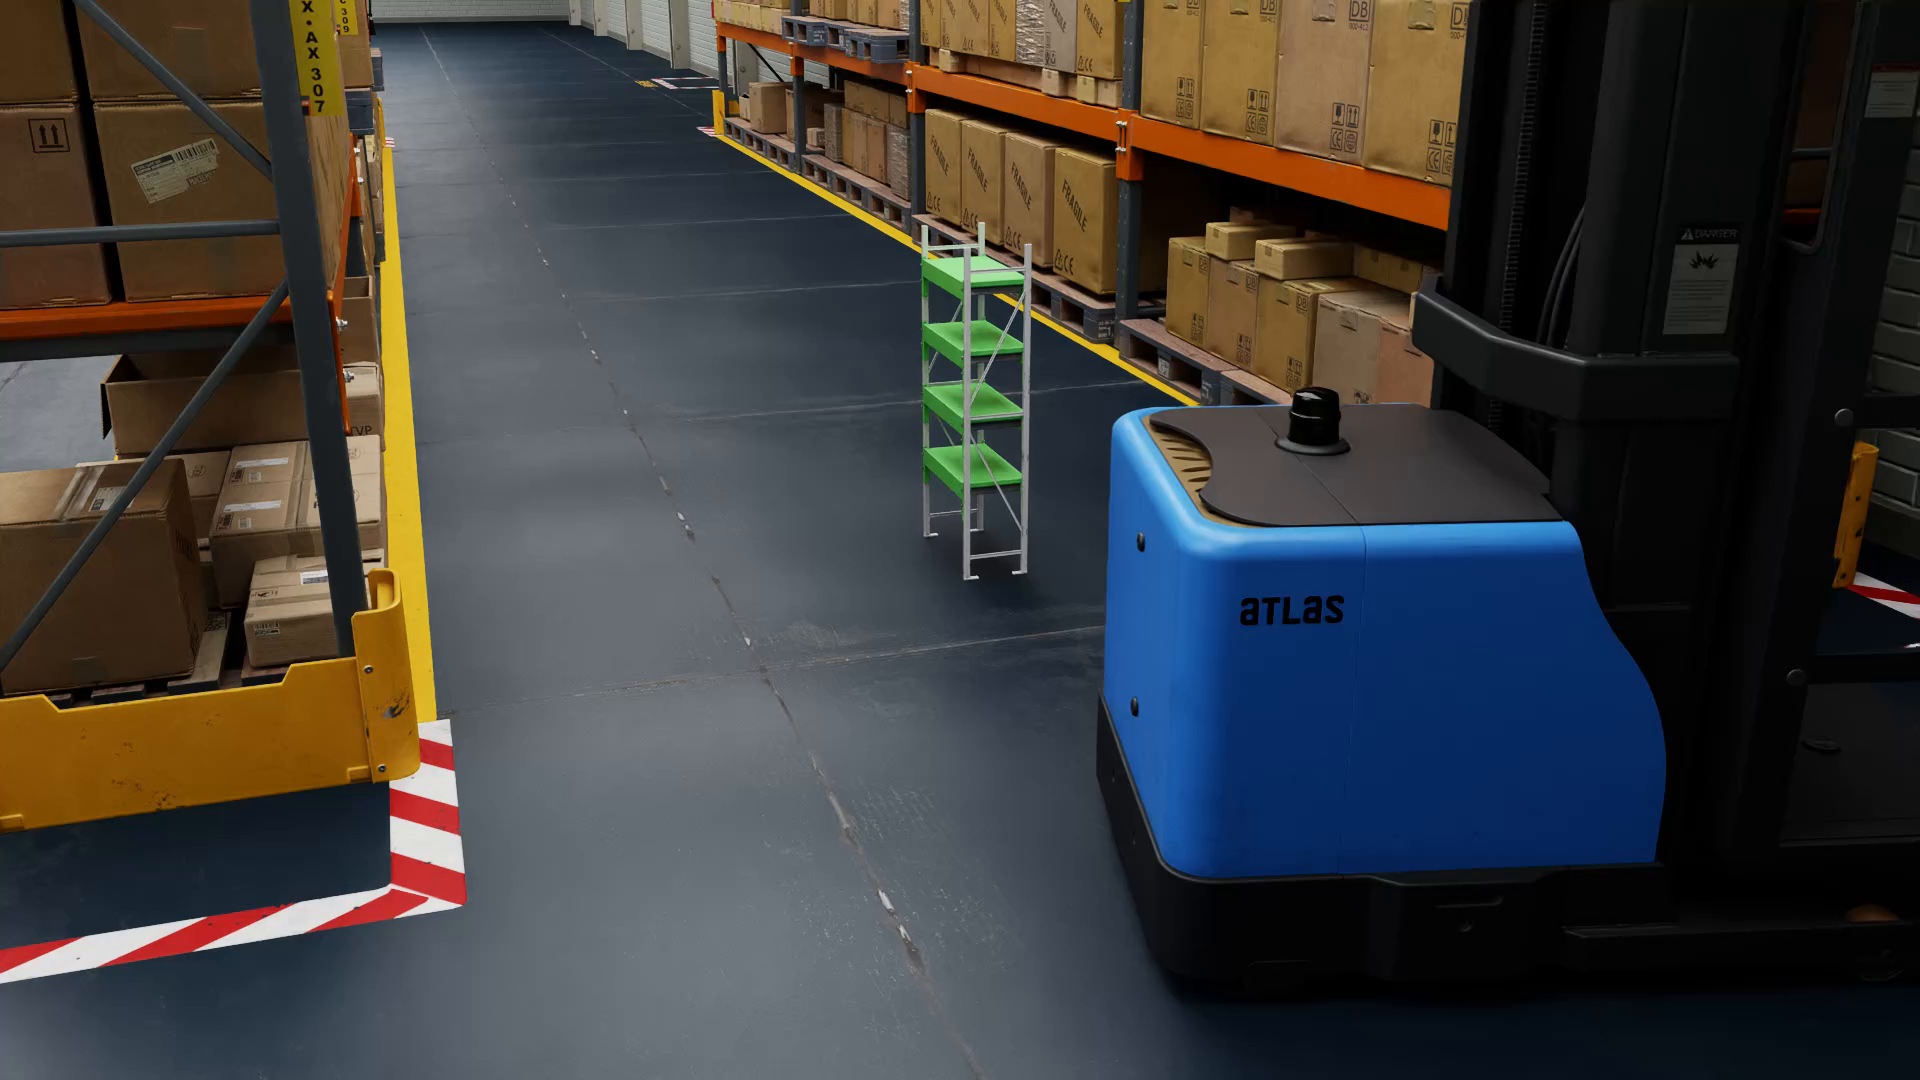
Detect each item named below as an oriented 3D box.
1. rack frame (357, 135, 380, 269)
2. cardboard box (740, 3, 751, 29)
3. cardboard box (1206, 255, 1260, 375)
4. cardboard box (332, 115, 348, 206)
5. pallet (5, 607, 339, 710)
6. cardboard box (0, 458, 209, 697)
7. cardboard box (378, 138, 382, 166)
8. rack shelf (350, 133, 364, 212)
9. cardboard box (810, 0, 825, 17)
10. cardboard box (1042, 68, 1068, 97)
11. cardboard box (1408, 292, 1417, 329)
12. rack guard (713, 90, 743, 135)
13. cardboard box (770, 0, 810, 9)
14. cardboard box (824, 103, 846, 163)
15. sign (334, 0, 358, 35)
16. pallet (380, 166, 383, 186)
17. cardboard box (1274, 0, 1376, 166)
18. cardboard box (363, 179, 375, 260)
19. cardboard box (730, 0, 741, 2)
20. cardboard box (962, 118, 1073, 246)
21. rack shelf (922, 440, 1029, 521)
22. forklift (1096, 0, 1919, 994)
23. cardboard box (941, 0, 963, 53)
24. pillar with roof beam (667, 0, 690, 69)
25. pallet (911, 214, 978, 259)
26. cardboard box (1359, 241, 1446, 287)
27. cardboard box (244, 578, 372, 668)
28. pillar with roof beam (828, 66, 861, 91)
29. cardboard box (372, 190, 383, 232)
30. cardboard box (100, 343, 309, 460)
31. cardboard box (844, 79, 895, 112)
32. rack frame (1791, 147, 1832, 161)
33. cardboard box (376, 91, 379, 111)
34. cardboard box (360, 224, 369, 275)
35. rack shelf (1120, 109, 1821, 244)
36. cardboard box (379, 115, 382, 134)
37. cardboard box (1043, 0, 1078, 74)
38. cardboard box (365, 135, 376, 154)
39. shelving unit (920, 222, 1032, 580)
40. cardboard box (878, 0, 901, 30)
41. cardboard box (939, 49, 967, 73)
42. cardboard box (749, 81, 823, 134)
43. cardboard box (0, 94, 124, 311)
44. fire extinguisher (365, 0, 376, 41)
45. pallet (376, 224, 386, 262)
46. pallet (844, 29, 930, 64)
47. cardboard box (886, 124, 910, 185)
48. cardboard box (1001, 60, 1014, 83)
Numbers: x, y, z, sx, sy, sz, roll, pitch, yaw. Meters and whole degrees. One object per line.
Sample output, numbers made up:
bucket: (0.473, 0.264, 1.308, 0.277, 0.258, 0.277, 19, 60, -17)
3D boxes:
rack frame: (-4.591, -3.294, 11.149, 1.000, 3.000, 0.127, -6, 21, -17)
cardboard box: (-2.064, -5.645, 17.889, 0.500, 0.250, 0.500, -6, 21, -17)
cardboard box: (1.660, -1.146, 8.248, 0.700, 0.500, 0.500, -7, 21, -18)
cardboard box: (-2.443, -1.431, 5.815, 0.500, 0.500, 0.500, -6, 21, -16)
pallet: (-2.352, 0.306, 5.253, 1.003, 0.211, 1.213, -6, 21, -17)
cardboard box: (-2.481, 0.095, 4.763, 0.500, 0.500, 0.500, -6, 21, -17)
cardboard box: (-5.706, -3.662, 15.621, 0.500, 0.250, 0.500, -6, 21, -17)
rack shelf: (-3.962, -2.313, 9.484, 1.077, 0.370, 4.000, -6, 21, -17)
cardboard box: (-1.019, -5.192, 15.636, 0.700, 0.500, 0.500, -6, 21, -17)
cardboard box: (0.713, -2.752, 9.984, 0.380, 0.149, 0.250, -6, 21, -17)
cardboard box: (2.016, -0.898, 6.597, 0.380, 0.149, 0.250, -6, 21, -16)
rack guard: (-2.380, -5.188, 20.120, 1.175, 0.500, 0.348, -6, 21, -17)
cardboard box: (-1.589, -5.516, 16.418, 0.500, 0.500, 0.500, -6, 21, -17)
cardboard box: (-0.900, -3.901, 15.887, 0.700, 0.500, 0.500, -6, 21, -15)
sign: (-2.821, -2.478, 7.597, 0.100, 0.325, 0.005, -6, 21, -17)
pallet: (-6.058, -3.525, 15.917, 1.003, 0.211, 1.213, -6, 21, -17)
cardboard box: (1.985, -2.036, 7.203, 0.980, 0.700, 0.700, -7, 21, -20)
cardboard box: (-4.074, -2.049, 10.731, 0.500, 0.500, 0.500, -6, 20, -15)
cardboard box: (-2.237, -6.169, 18.237, 0.500, 0.500, 0.500, -7, 21, -19)
cardboard box: (0.486, -2.476, 11.430, 0.750, 0.750, 0.750, -6, 21, -17)
rack shelf: (0.052, -0.226, 6.169, 0.258, 0.148, 0.480, -6, 21, -17)
forklift: (1.906, -0.578, 3.689, 3.031, 2.935, 1.130, -1, 20, -4)
cardboard box: (0.176, -3.666, 11.567, 0.500, 0.500, 0.500, -6, 21, -15)
pillar with roof beam: (-9.221, -12.473, 27.830, 9.100, 9.000, 0.400, -6, 21, -17)
pallet: (0.287, -2.248, 12.363, 1.003, 0.211, 1.213, -6, 21, -17)
cardboard box: (2.060, -1.264, 7.614, 0.380, 0.149, 0.250, -7, 21, -18)
cardboard box: (-1.882, 0.237, 4.885, 0.380, 0.149, 0.250, -6, 21, -17)
pillar with roof beam: (-5.450, -8.622, 17.108, 9.100, 9.000, 0.400, -6, 21, -17)
cardboard box: (-4.477, -2.397, 12.098, 0.500, 0.250, 0.500, -6, 21, -17)
cardboard box: (-2.738, -0.440, 6.246, 0.797, 0.503, 0.637, -6, 21, -17)
cardboard box: (-0.758, -4.113, 15.368, 0.500, 0.250, 0.500, -7, 21, -18)
rack frame: (2.625, -1.254, 5.471, 1.000, 3.000, 0.127, -6, 21, -17)
cardboard box: (-6.326, -4.658, 17.284, 0.500, 0.500, 0.500, -6, 21, -17)
cardboard box: (-3.433, -1.392, 8.901, 0.500, 0.500, 0.500, -6, 21, -16)
rack shelf: (1.996, -1.557, 7.379, 1.077, 0.370, 4.000, -6, 21, -17)
cardboard box: (-6.488, -4.465, 17.856, 0.500, 0.250, 0.500, -6, 21, -17)
cardboard box: (0.814, -3.018, 9.764, 0.500, 0.500, 0.500, -6, 21, -17)
cardboard box: (-4.808, -2.992, 12.926, 0.500, 0.311, 0.500, -7, 21, -19)
shelving unit: (0.052, -0.512, 6.066, 0.258, 1.200, 0.503, -6, 21, -17)
cardboard box: (-0.248, -4.402, 13.435, 0.700, 0.500, 0.500, -8, 21, -22)
cardboard box: (0.068, -3.406, 11.804, 0.380, 0.149, 0.250, -6, 21, -16)
cardboard box: (-1.910, -4.764, 18.289, 0.700, 0.500, 0.500, -8, 21, -21)
cardboard box: (-2.476, -0.888, 4.305, 0.500, 0.500, 0.500, -6, 21, -16)
fire extinguisher: (-6.702, -5.912, 18.553, 0.296, 0.674, 0.183, -6, 21, -17)
pallet: (-4.813, -2.250, 12.368, 1.003, 0.211, 1.213, -6, 21, -17)
pallet: (-0.215, -3.948, 13.256, 1.213, 0.211, 1.003, -6, 21, -17)
cardboard box: (-0.217, -3.255, 14.089, 0.700, 0.500, 0.500, -6, 21, -17)
cardboard box: (0.486, -3.091, 10.927, 0.380, 0.149, 0.250, -6, 21, -17)
